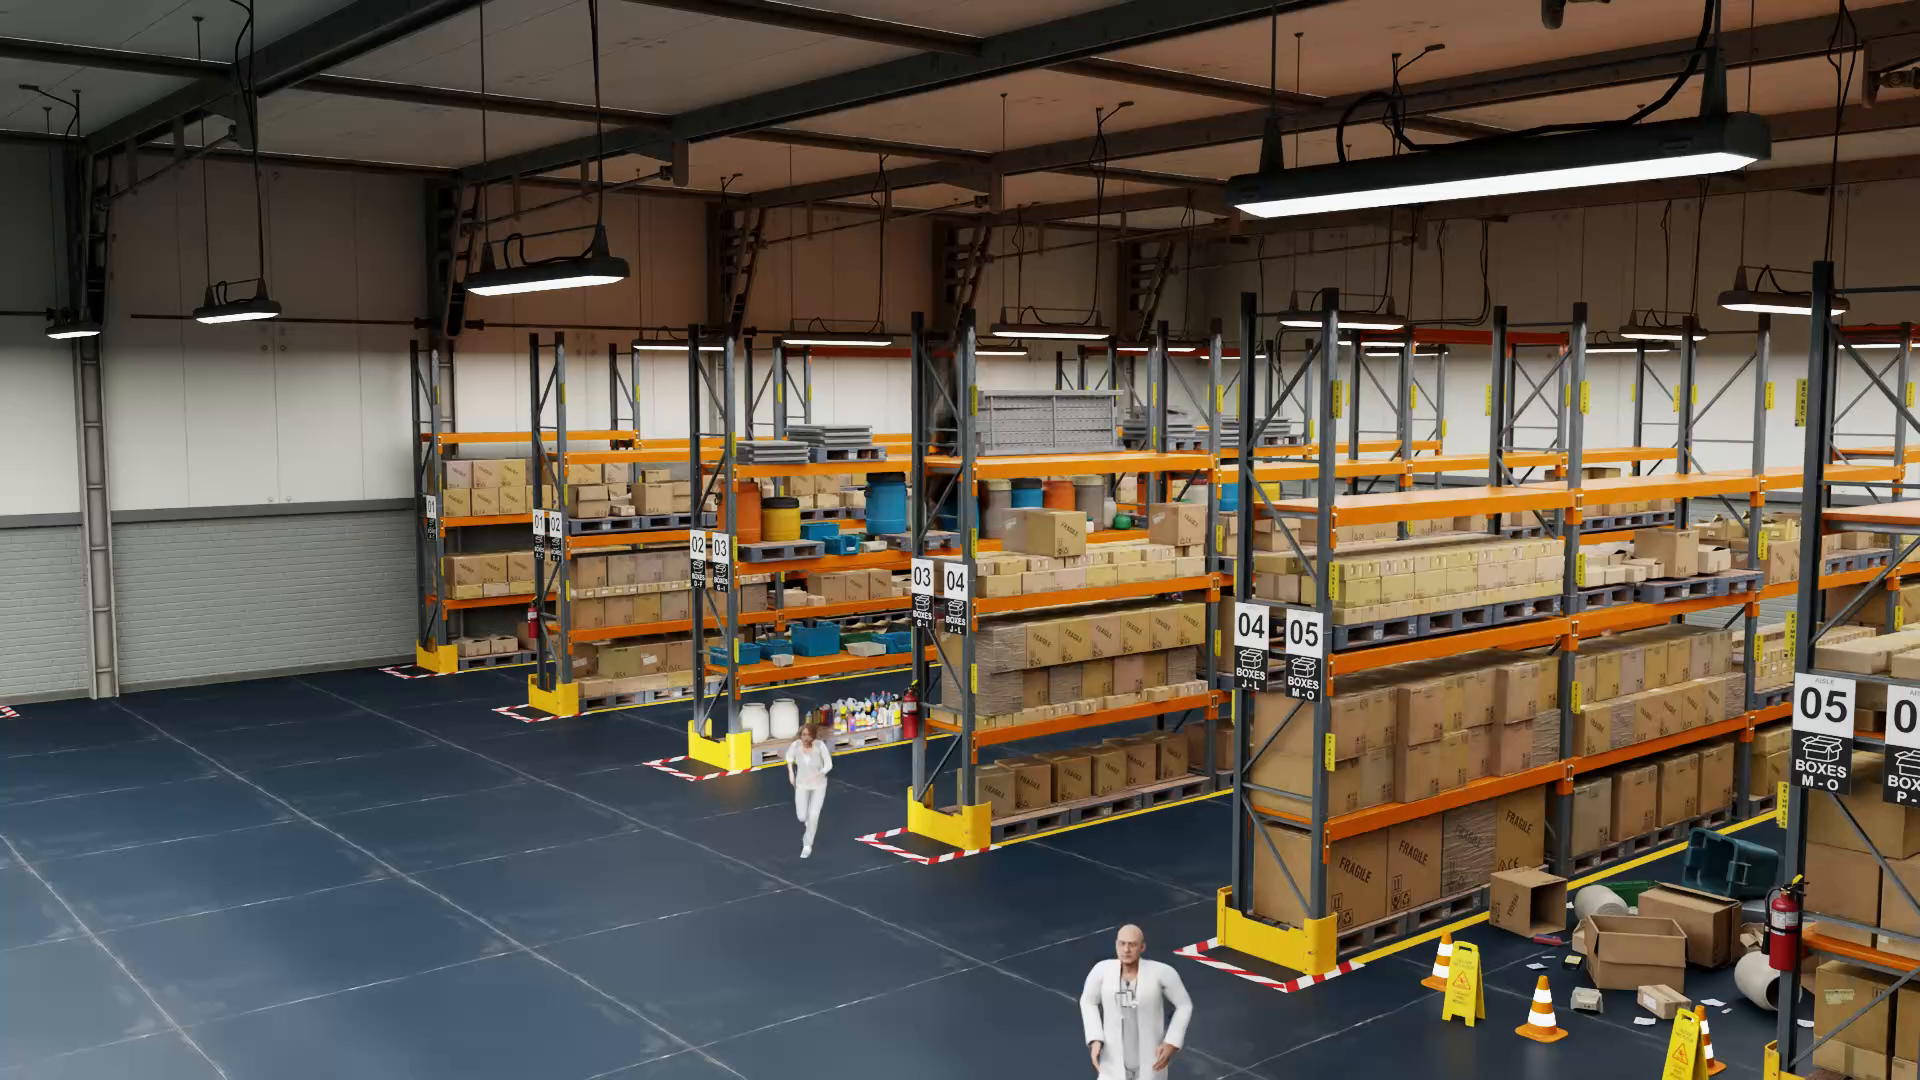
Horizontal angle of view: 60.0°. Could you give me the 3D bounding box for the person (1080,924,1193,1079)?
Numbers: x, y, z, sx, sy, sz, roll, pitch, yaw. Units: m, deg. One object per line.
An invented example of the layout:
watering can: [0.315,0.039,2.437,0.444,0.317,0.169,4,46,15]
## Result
person: [1.132,3.314,10.718,0.730,1.775,0.754,1,5,14]

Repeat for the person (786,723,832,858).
person: [-1.661,2.732,18.288,0.529,1.532,0.673,0,5,0]

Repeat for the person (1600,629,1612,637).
person: [9.621,2.108,24.444,0.694,1.692,1.010,4,7,38]
